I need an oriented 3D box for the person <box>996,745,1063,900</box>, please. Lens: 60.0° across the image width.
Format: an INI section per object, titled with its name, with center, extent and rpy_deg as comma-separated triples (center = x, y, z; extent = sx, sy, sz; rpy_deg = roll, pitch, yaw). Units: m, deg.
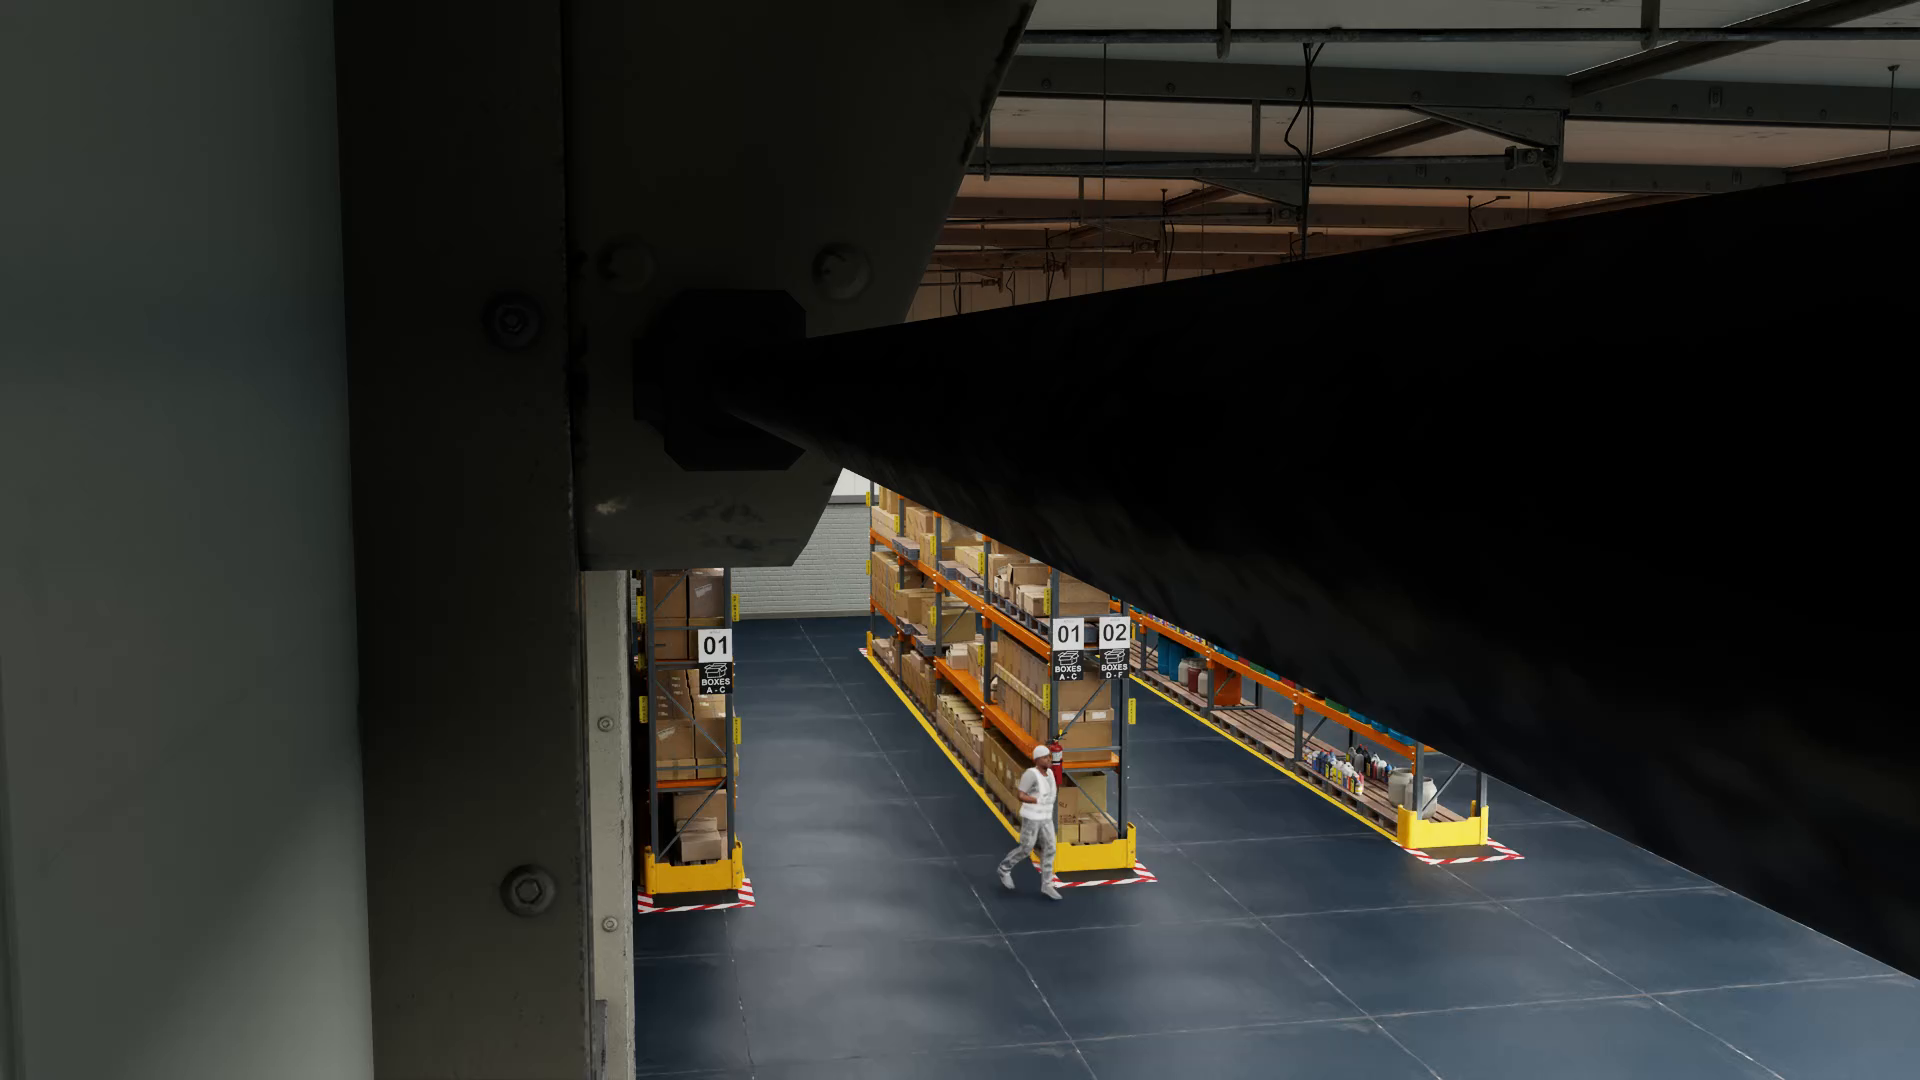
[person]
center = 0.918, 3.353, 19.992
extent = 0.909, 1.792, 0.694
rpy_deg = 5, 8, 40
